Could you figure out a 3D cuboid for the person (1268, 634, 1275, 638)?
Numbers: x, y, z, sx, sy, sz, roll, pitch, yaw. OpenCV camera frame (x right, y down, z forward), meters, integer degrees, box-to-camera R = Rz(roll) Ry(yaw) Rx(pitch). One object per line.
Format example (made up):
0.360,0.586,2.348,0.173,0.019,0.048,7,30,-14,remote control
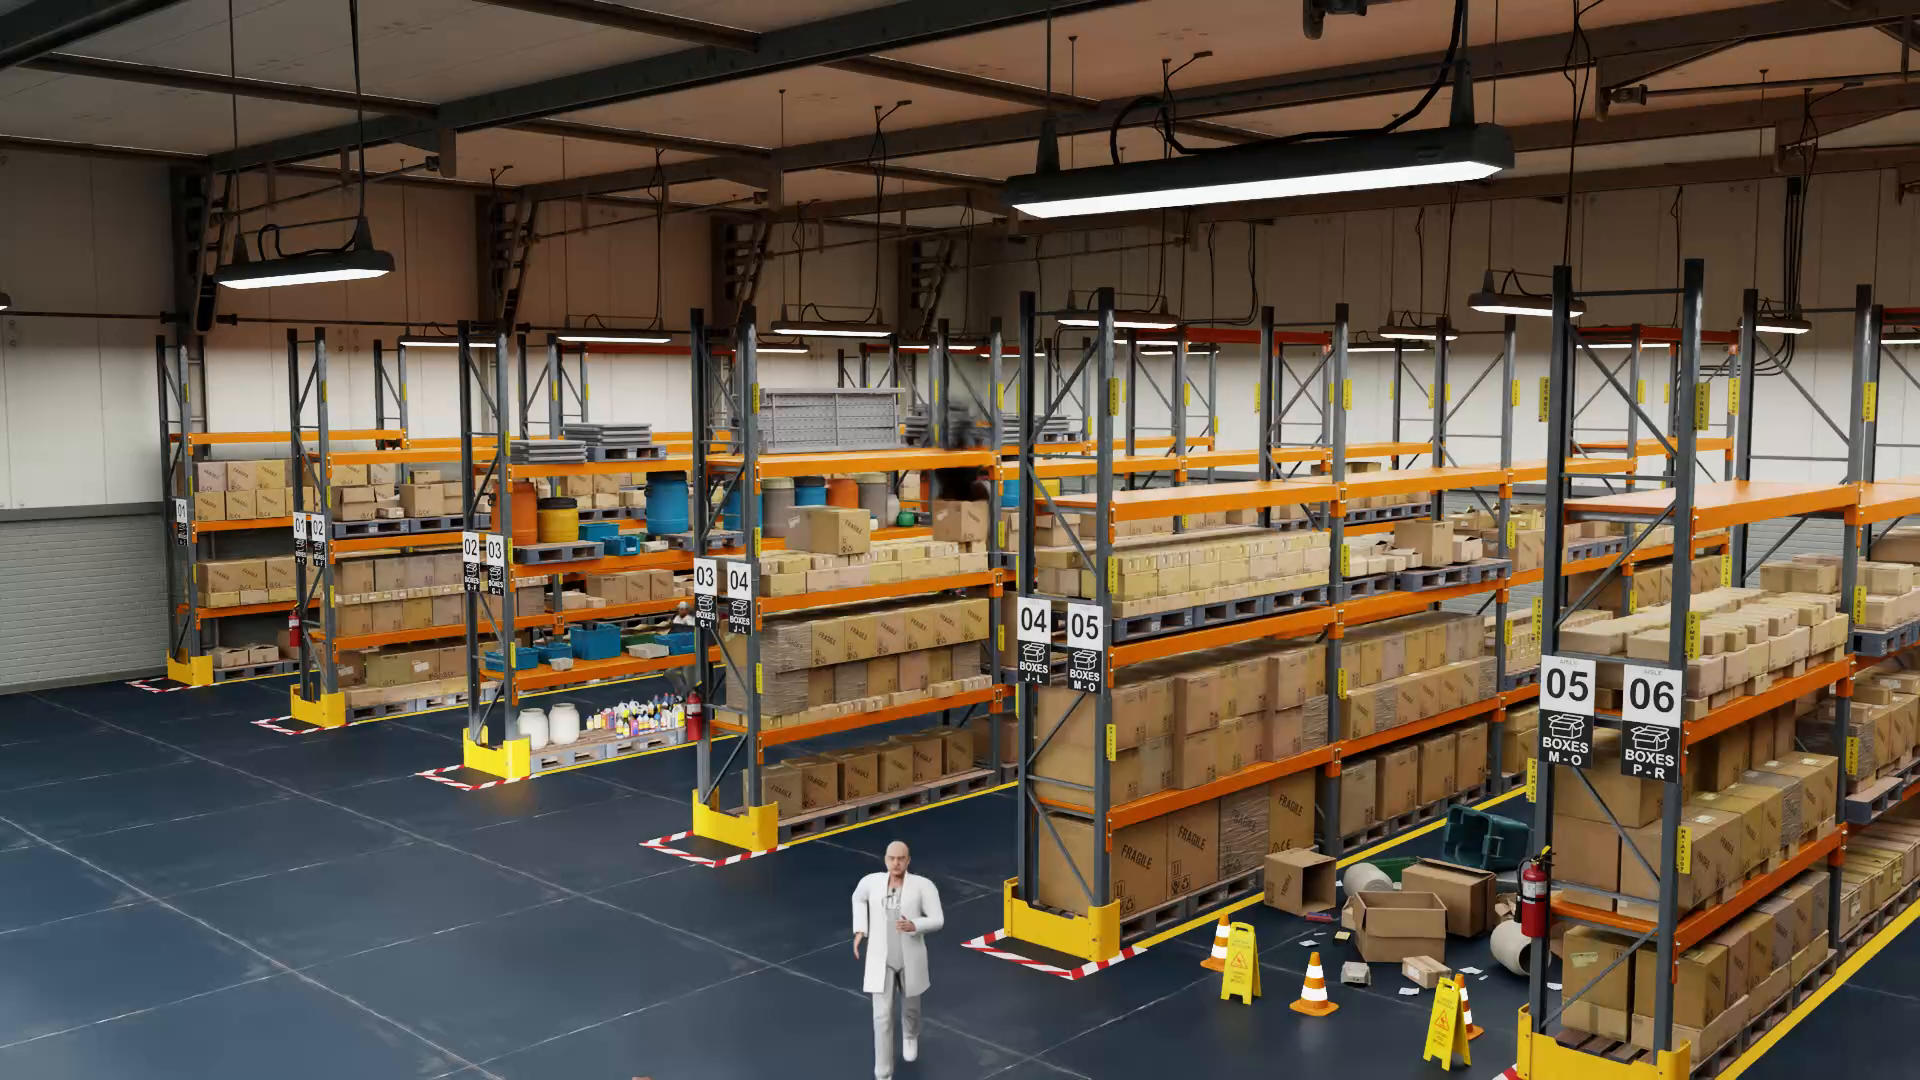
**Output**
4.341,2.047,23.524,0.694,1.767,0.969,4,7,39,person

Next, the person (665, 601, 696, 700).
-4.509,1.809,26.967,0.582,1.644,0.643,3,6,26,person

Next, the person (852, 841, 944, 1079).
-0.473,3.099,12.263,0.681,1.775,1.049,0,5,1,person
